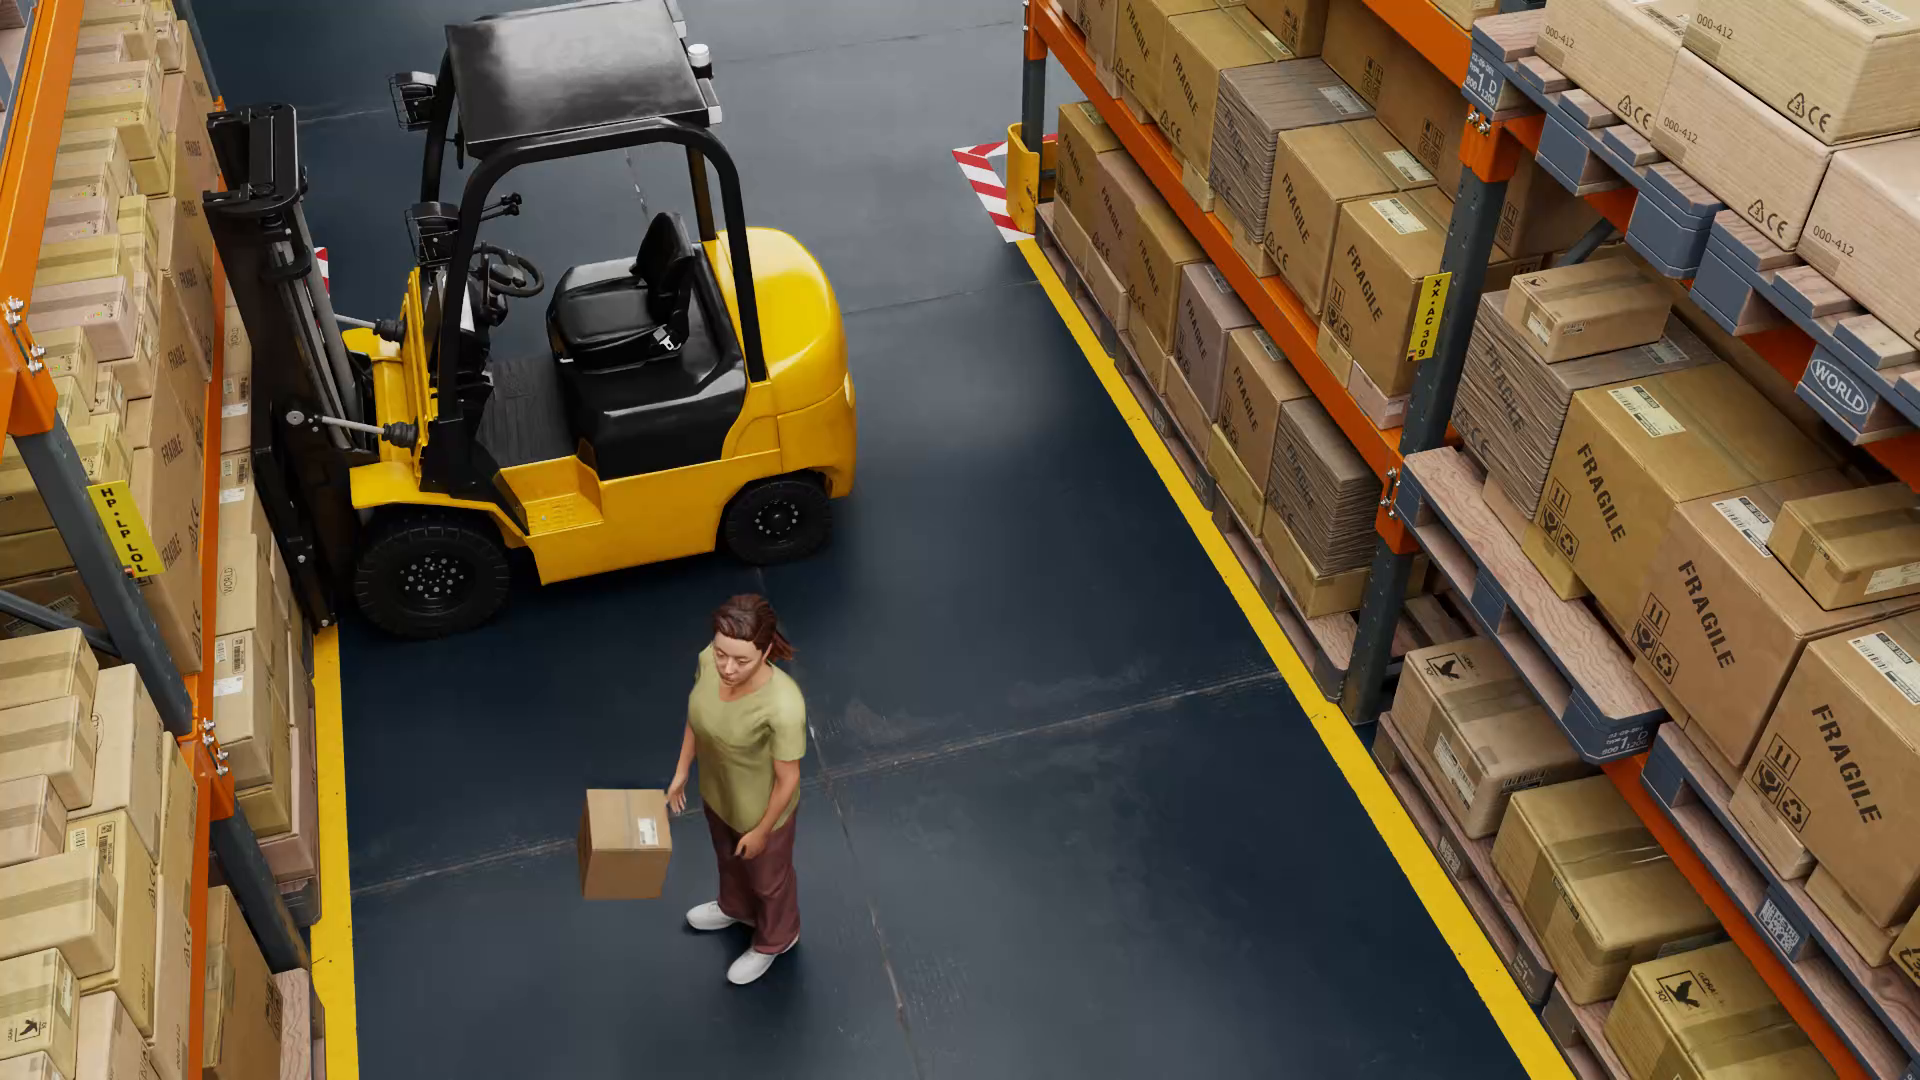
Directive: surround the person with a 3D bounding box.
[{"bbox_3d":[-0.692,0.797,5.272,0.410,1.680,0.534,-32,51,-30],"label":"person"}]
